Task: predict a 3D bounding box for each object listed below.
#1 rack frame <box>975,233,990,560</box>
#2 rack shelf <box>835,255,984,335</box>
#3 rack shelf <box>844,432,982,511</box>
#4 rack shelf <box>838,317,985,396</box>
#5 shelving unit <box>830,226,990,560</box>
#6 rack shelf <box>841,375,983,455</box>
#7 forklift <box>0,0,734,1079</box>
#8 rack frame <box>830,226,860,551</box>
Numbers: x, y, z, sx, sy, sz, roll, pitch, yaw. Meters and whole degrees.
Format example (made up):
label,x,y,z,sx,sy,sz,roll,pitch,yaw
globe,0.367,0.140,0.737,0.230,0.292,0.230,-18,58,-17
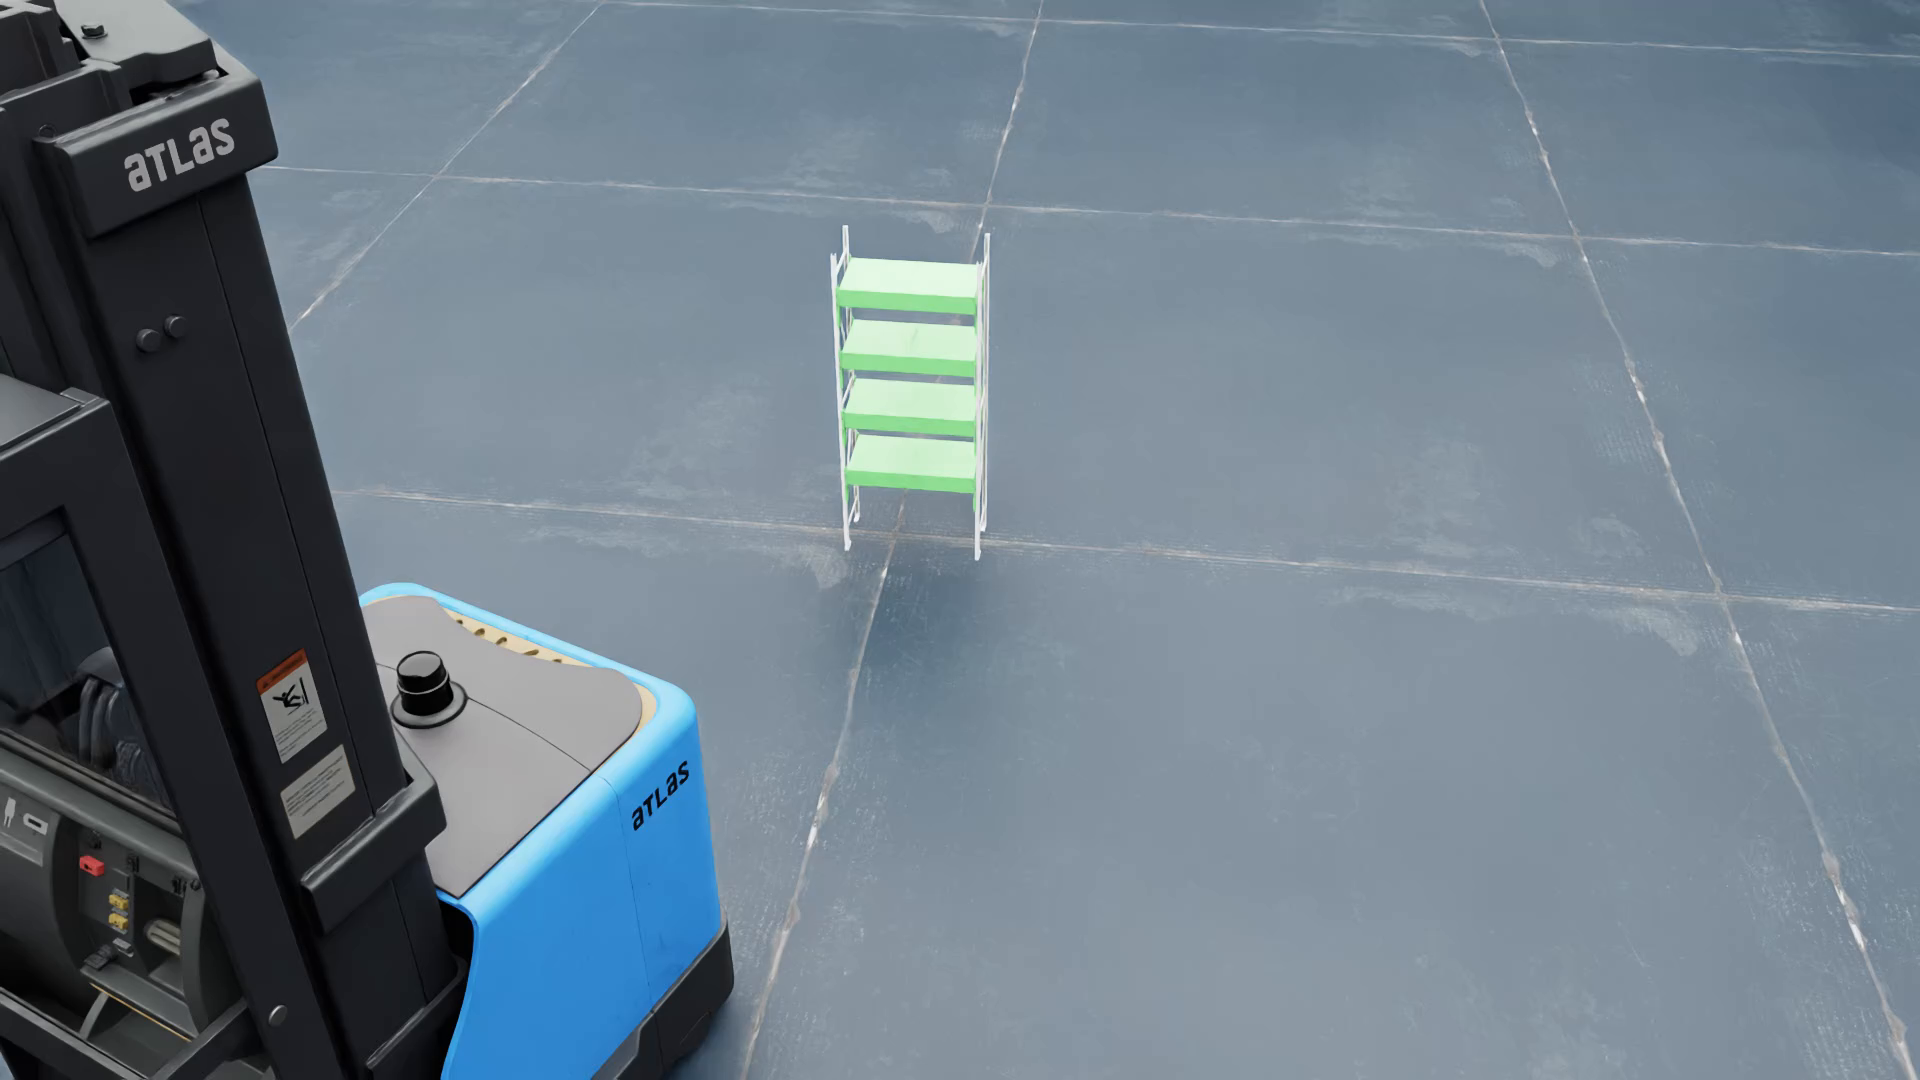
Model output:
label,x,y,z,sx,sy,sz,roll,pitch,yaw
rack frame,0.078,-0.483,5.893,0.015,1.200,0.240,4,36,6
rack shelf,-0.164,-0.839,5.677,0.480,0.148,0.258,4,36,6
rack shelf,-0.164,-0.253,6.095,0.480,0.148,0.258,4,36,6
rack shelf,-0.164,-0.644,5.816,0.480,0.148,0.258,4,36,6
shelving unit,-0.164,-0.501,5.919,0.503,1.200,0.258,4,36,6
rack shelf,-0.164,-0.449,5.956,0.480,0.148,0.258,4,36,6
forklift,-1.760,0.651,2.814,1.130,2.935,3.031,18,39,23
rack frame,-0.406,-0.519,5.944,0.015,1.200,0.240,4,36,6
